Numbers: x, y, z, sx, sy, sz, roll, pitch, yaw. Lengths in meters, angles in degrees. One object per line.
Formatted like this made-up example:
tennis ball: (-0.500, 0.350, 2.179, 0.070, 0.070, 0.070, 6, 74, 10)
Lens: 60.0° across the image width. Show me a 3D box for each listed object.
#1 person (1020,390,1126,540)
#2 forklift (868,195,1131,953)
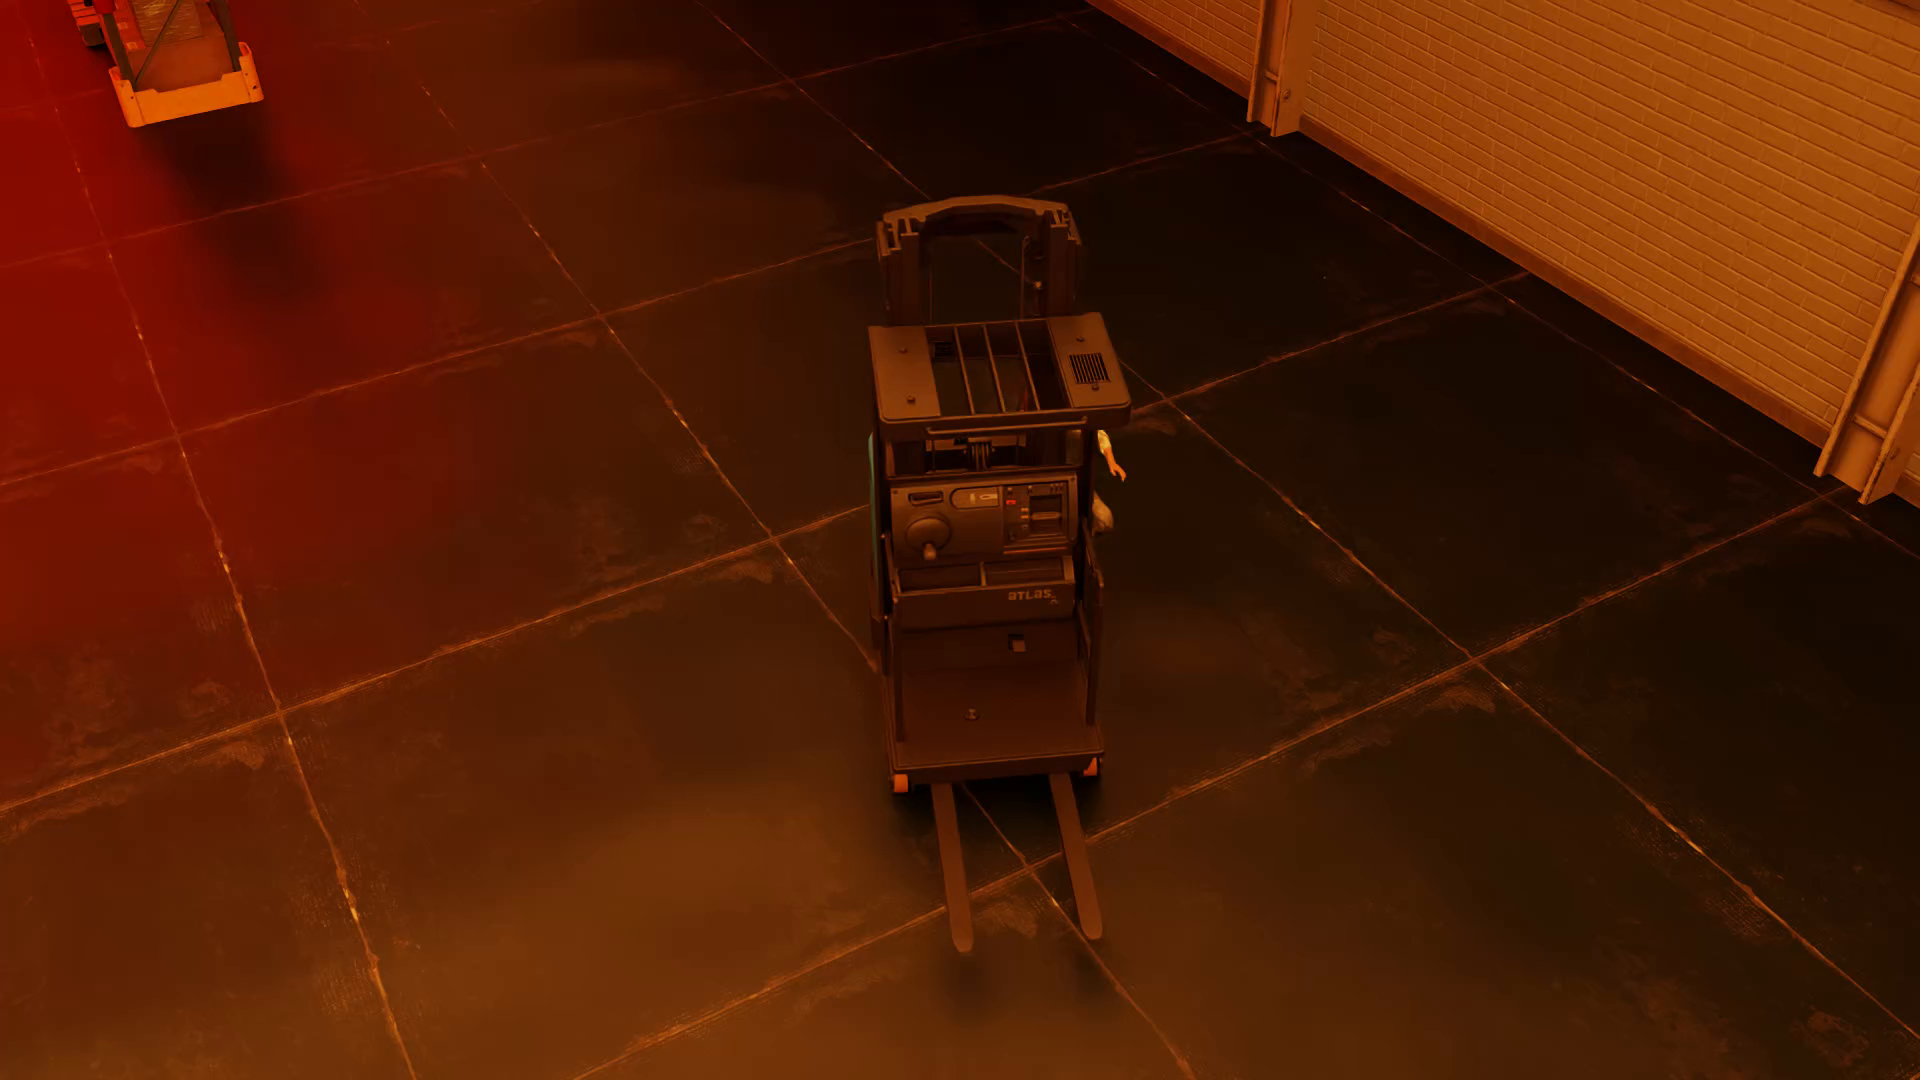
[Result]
person: (0.481, -0.249, 9.557, 0.846, 1.347, 0.689, -6, 40, -7)
forklift: (0.150, -0.036, 8.079, 1.130, 2.935, 3.031, -4, 40, -5)
